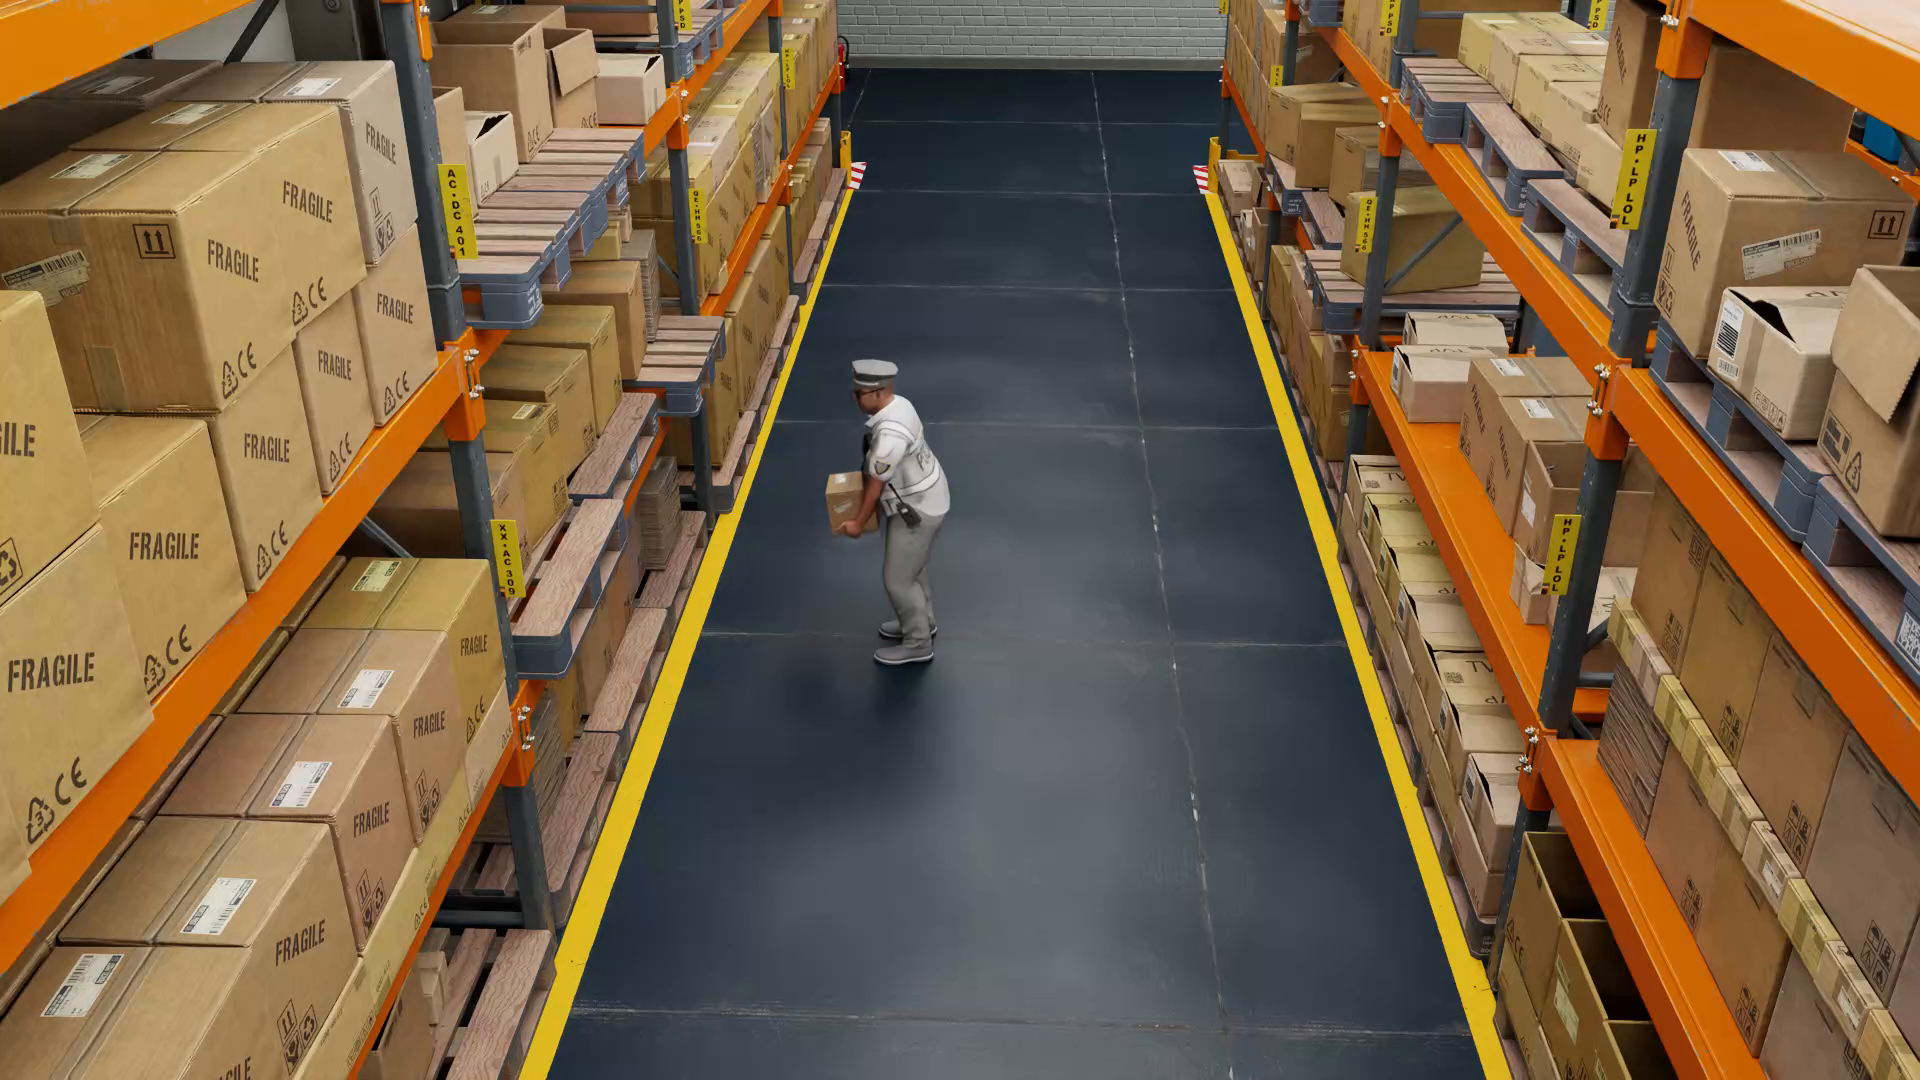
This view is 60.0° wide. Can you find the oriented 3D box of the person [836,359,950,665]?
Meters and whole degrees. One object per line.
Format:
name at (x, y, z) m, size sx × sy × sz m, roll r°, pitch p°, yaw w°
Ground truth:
person at (-0.357, -0.154, 8.950) m, size 0.607 × 1.720 × 0.483 m, roll 0°, pitch 28°, yaw 1°
